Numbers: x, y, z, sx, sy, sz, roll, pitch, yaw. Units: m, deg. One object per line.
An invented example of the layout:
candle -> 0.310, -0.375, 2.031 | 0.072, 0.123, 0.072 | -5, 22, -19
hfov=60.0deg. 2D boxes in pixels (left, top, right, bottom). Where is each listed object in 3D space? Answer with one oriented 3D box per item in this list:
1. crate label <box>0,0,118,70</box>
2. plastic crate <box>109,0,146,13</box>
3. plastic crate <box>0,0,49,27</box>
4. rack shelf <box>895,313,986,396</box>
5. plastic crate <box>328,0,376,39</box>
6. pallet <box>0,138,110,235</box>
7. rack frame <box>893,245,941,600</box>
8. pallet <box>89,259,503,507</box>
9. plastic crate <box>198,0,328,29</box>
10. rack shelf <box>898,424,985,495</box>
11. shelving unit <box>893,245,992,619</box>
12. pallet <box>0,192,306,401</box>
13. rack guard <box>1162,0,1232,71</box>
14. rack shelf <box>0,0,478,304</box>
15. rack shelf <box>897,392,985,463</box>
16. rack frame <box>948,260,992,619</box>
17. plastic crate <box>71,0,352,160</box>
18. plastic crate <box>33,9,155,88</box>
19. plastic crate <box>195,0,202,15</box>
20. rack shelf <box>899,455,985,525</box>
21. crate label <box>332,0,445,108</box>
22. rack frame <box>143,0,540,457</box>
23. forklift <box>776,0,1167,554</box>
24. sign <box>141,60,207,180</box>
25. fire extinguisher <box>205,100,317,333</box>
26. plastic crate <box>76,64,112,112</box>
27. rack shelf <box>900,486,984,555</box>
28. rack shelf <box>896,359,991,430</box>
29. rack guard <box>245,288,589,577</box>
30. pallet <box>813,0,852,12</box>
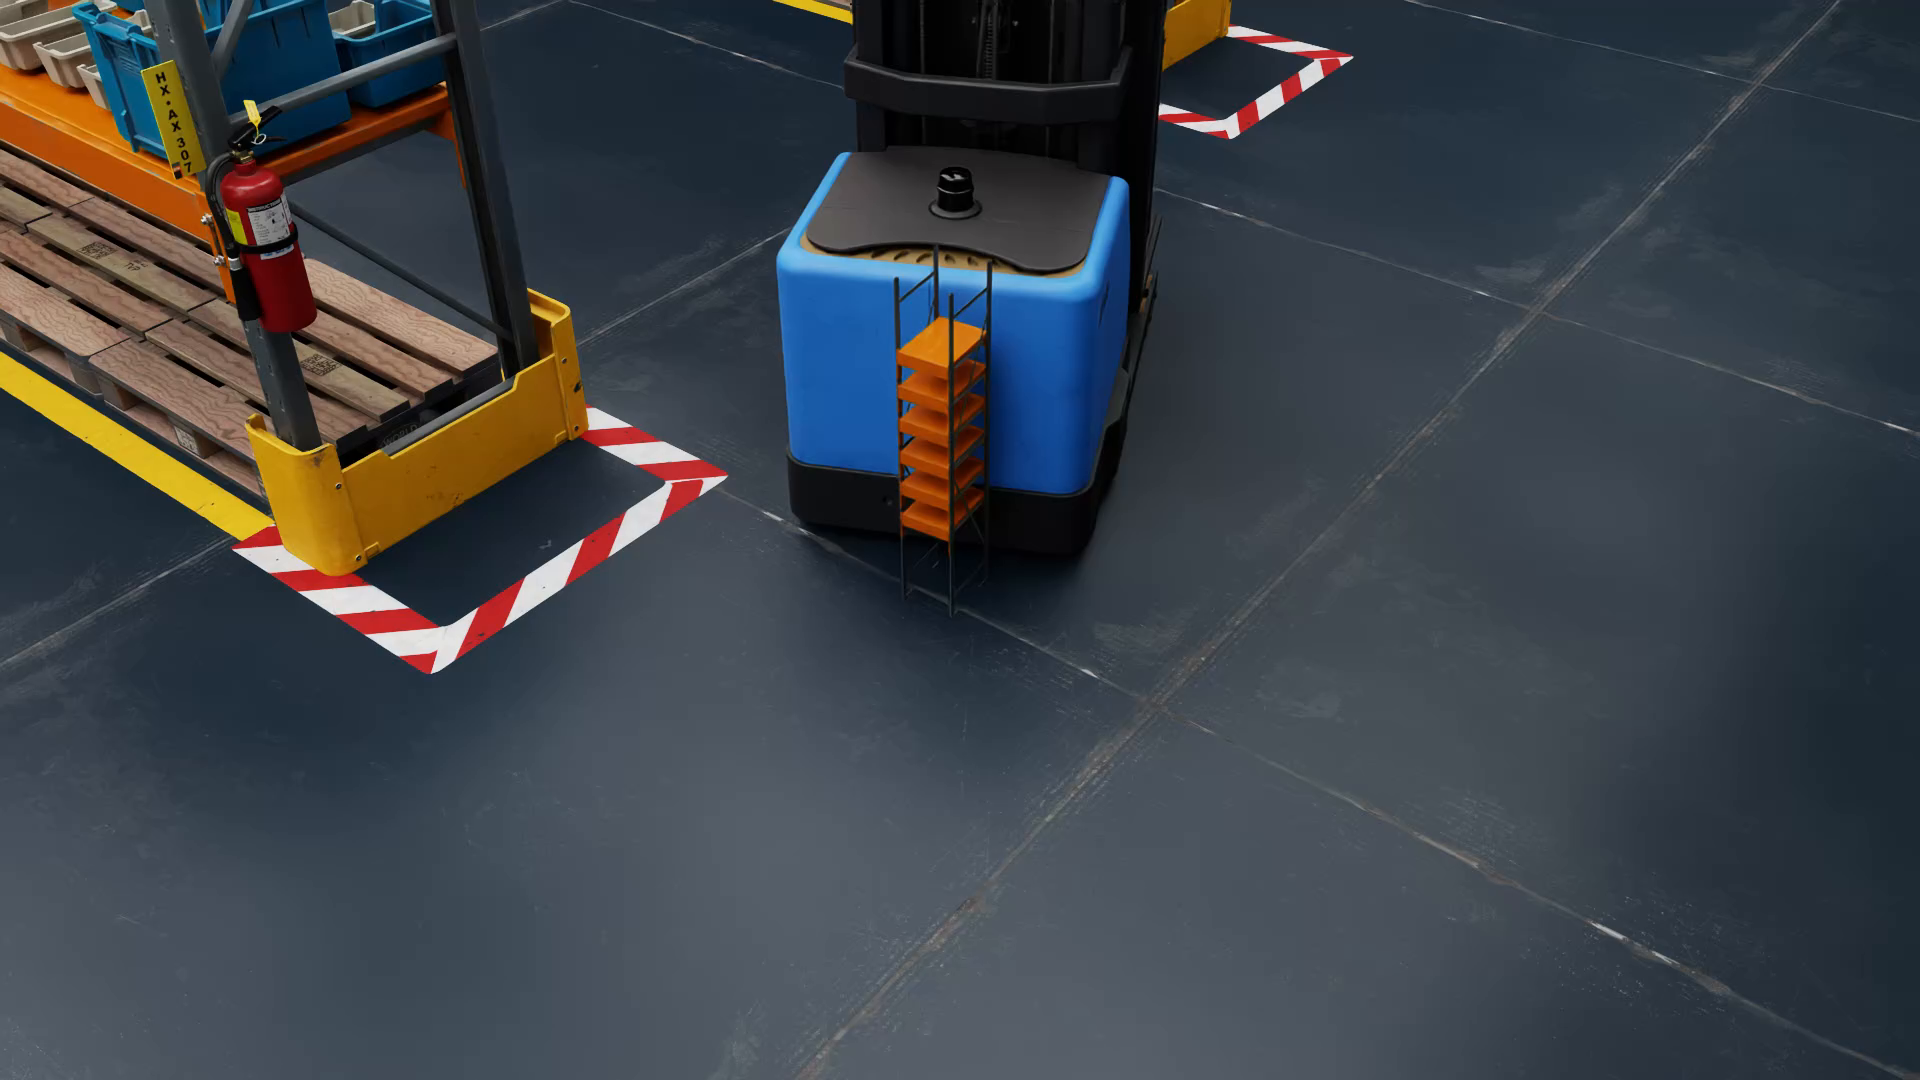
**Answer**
crate label -> -3.112, -1.739, 5.703 | 0.243, 0.136, 0.396 | 25, 45, 29
plastic crate -> -2.938, -2.099, 6.085 | 0.300, 0.233, 0.416 | 25, 45, 29
plastic crate -> -3.358, -1.841, 5.833 | 0.250, 0.136, 0.298 | 25, 45, 29
rack shelf -> -0.049, -0.557, 4.976 | 0.180, 0.103, 0.258 | 20, 42, 24
plastic crate -> -2.097, -1.728, 5.690 | 0.298, 0.136, 0.250 | 25, 45, 29
pallet -> -4.466, -1.538, 7.543 | 1.213, 0.211, 1.003 | 25, 45, 29
rack frame -> -0.127, -0.337, 5.207 | 0.006, 1.200, 0.240 | 20, 42, 24
pallet -> -2.528, -0.624, 6.376 | 1.213, 0.211, 1.003 | 25, 45, 29
plastic crate -> -2.415, -1.852, 5.770 | 0.300, 0.233, 0.416 | 25, 45, 29
rack shelf -> -0.049, -0.273, 5.198 | 0.180, 0.103, 0.258 | 20, 42, 24
shelving unit -> -0.049, -0.308, 5.170 | 0.189, 1.200, 0.258 | 20, 42, 24
pallet -> -3.493, -1.081, 6.960 | 1.213, 0.211, 1.003 | 25, 45, 29
rack guard -> 1.056, -2.863, 9.001 | 0.348, 0.500, 1.175 | 25, 45, 29
rack shelf -> -3.485, -1.860, 6.276 | 4.000, 0.370, 1.077 | 25, 45, 29
rack shelf -> -0.049, -0.368, 5.124 | 0.180, 0.103, 0.258 | 20, 42, 24
rack frame -> 0.030, -0.280, 5.134 | 0.006, 1.200, 0.240 | 20, 42, 24
plastic crate -> -2.276, -1.466, 5.112 | 0.499, 0.435, 0.616 | 25, 45, 29
plastic crate -> -2.876, -1.647, 5.585 | 0.243, 0.136, 0.396 | 25, 45, 29
plastic crate -> -2.636, -1.983, 6.014 | 0.298, 0.136, 0.250 | 25, 45, 29
rack shelf -> -0.049, -0.179, 5.272 | 0.180, 0.103, 0.258 | 20, 42, 24
crate label -> -1.892, -1.606, 5.455 | 0.303, 0.233, 0.416 | 25, 45, 29
rack frame -> -1.896, -1.394, 5.098 | 0.127, 3.000, 1.000 | 25, 45, 29
forklift -> 0.213, -2.016, 5.948 | 1.130, 2.935, 3.031 | 7, 39, 9
sign -> -2.218, -1.183, 4.696 | 0.005, 0.325, 0.100 | 25, 45, 29
fire extinguisher -> -2.053, -0.938, 4.880 | 0.183, 0.674, 0.296 | 25, 45, 29
plastic crate -> -2.654, -1.531, 5.437 | 0.243, 0.136, 0.396 | 25, 45, 29
rack shelf -> -0.049, -0.084, 5.346 | 0.180, 0.103, 0.258 | 20, 42, 24
rack shelf -> -0.049, -0.462, 5.050 | 0.180, 0.103, 0.258 | 20, 42, 24
rack guard -> -1.869, -0.407, 5.865 | 0.348, 0.500, 1.175 | 25, 45, 29
pallet -> -0.543, -3.504, 10.055 | 1.213, 0.211, 1.003 | 25, 45, 29
